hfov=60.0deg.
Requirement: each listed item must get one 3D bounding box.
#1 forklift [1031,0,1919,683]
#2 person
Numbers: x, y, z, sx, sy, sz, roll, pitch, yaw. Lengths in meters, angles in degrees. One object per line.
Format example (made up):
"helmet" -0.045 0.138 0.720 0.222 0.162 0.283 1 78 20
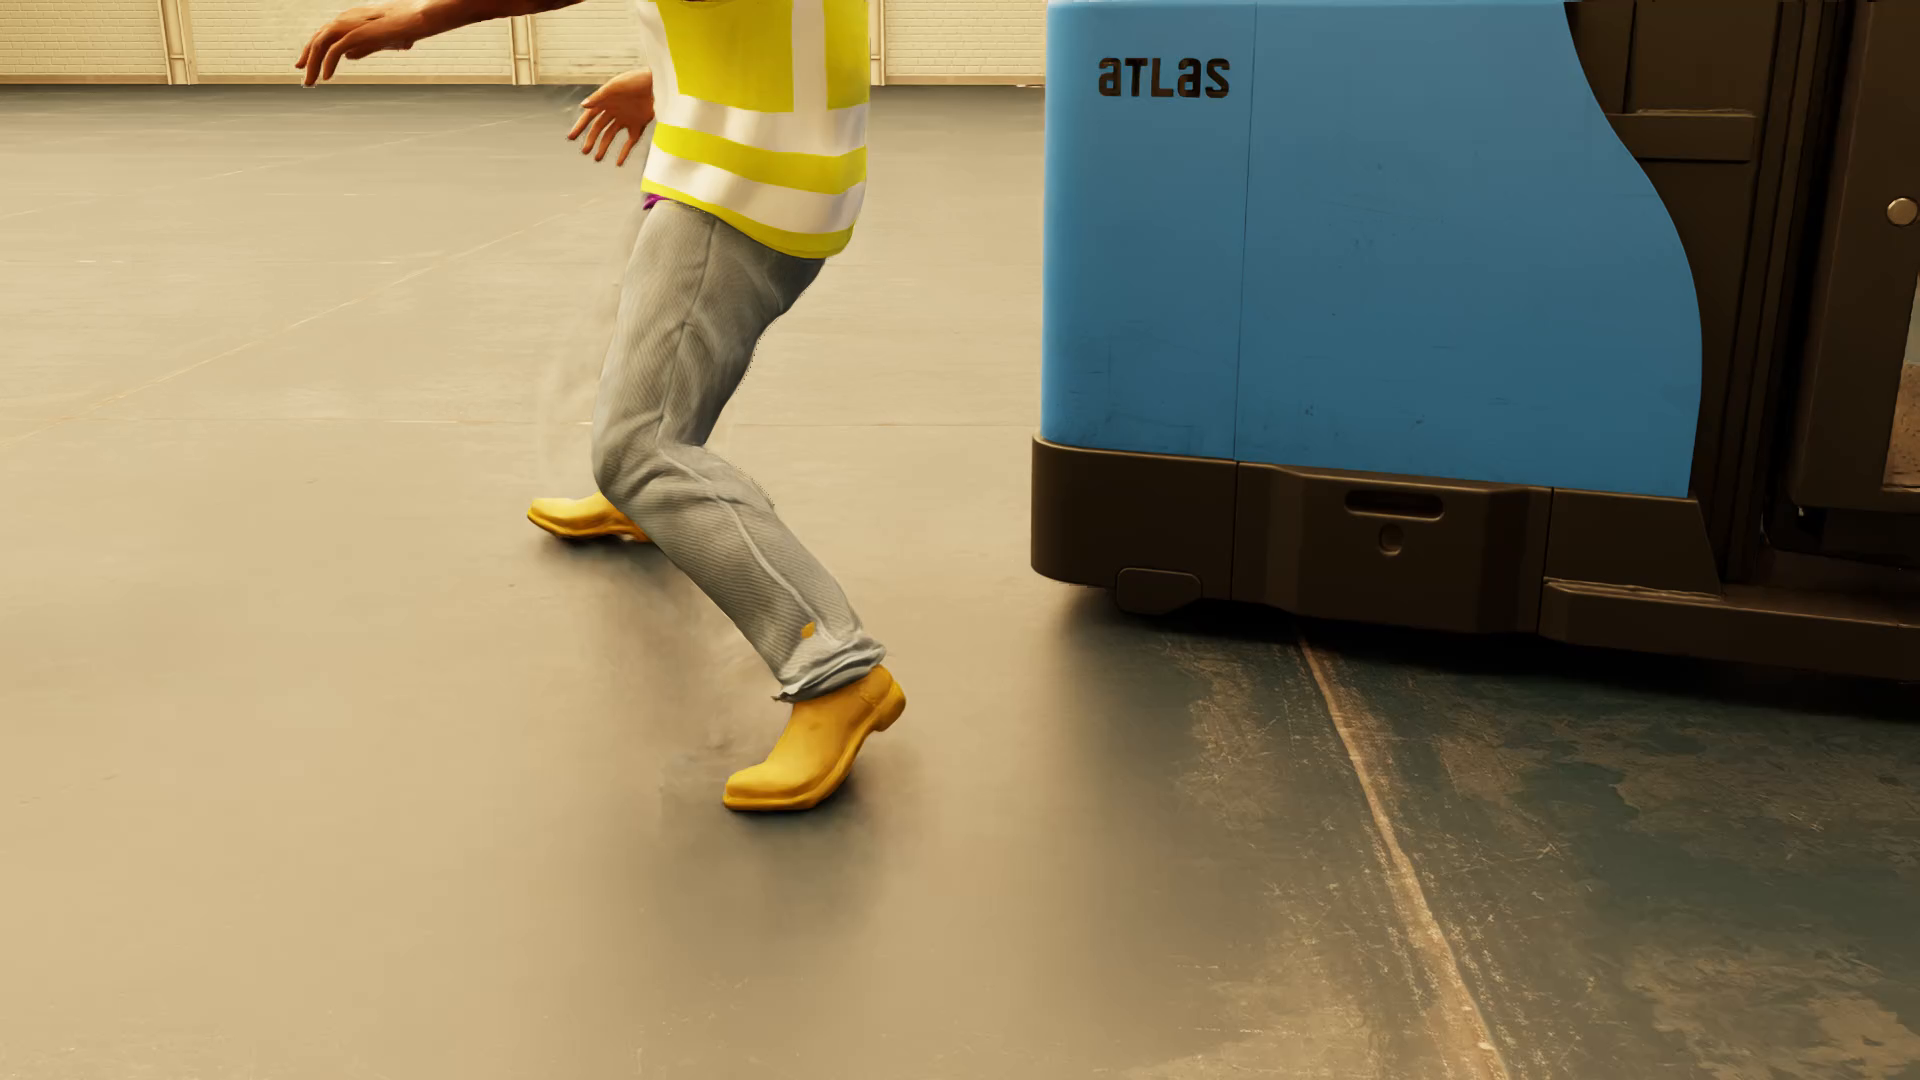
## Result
"forklift" 1.700 -1.263 2.498 3.031 2.935 1.130 6 18 18
"person" -0.484 -0.563 2.590 0.960 1.571 1.216 3 17 9
